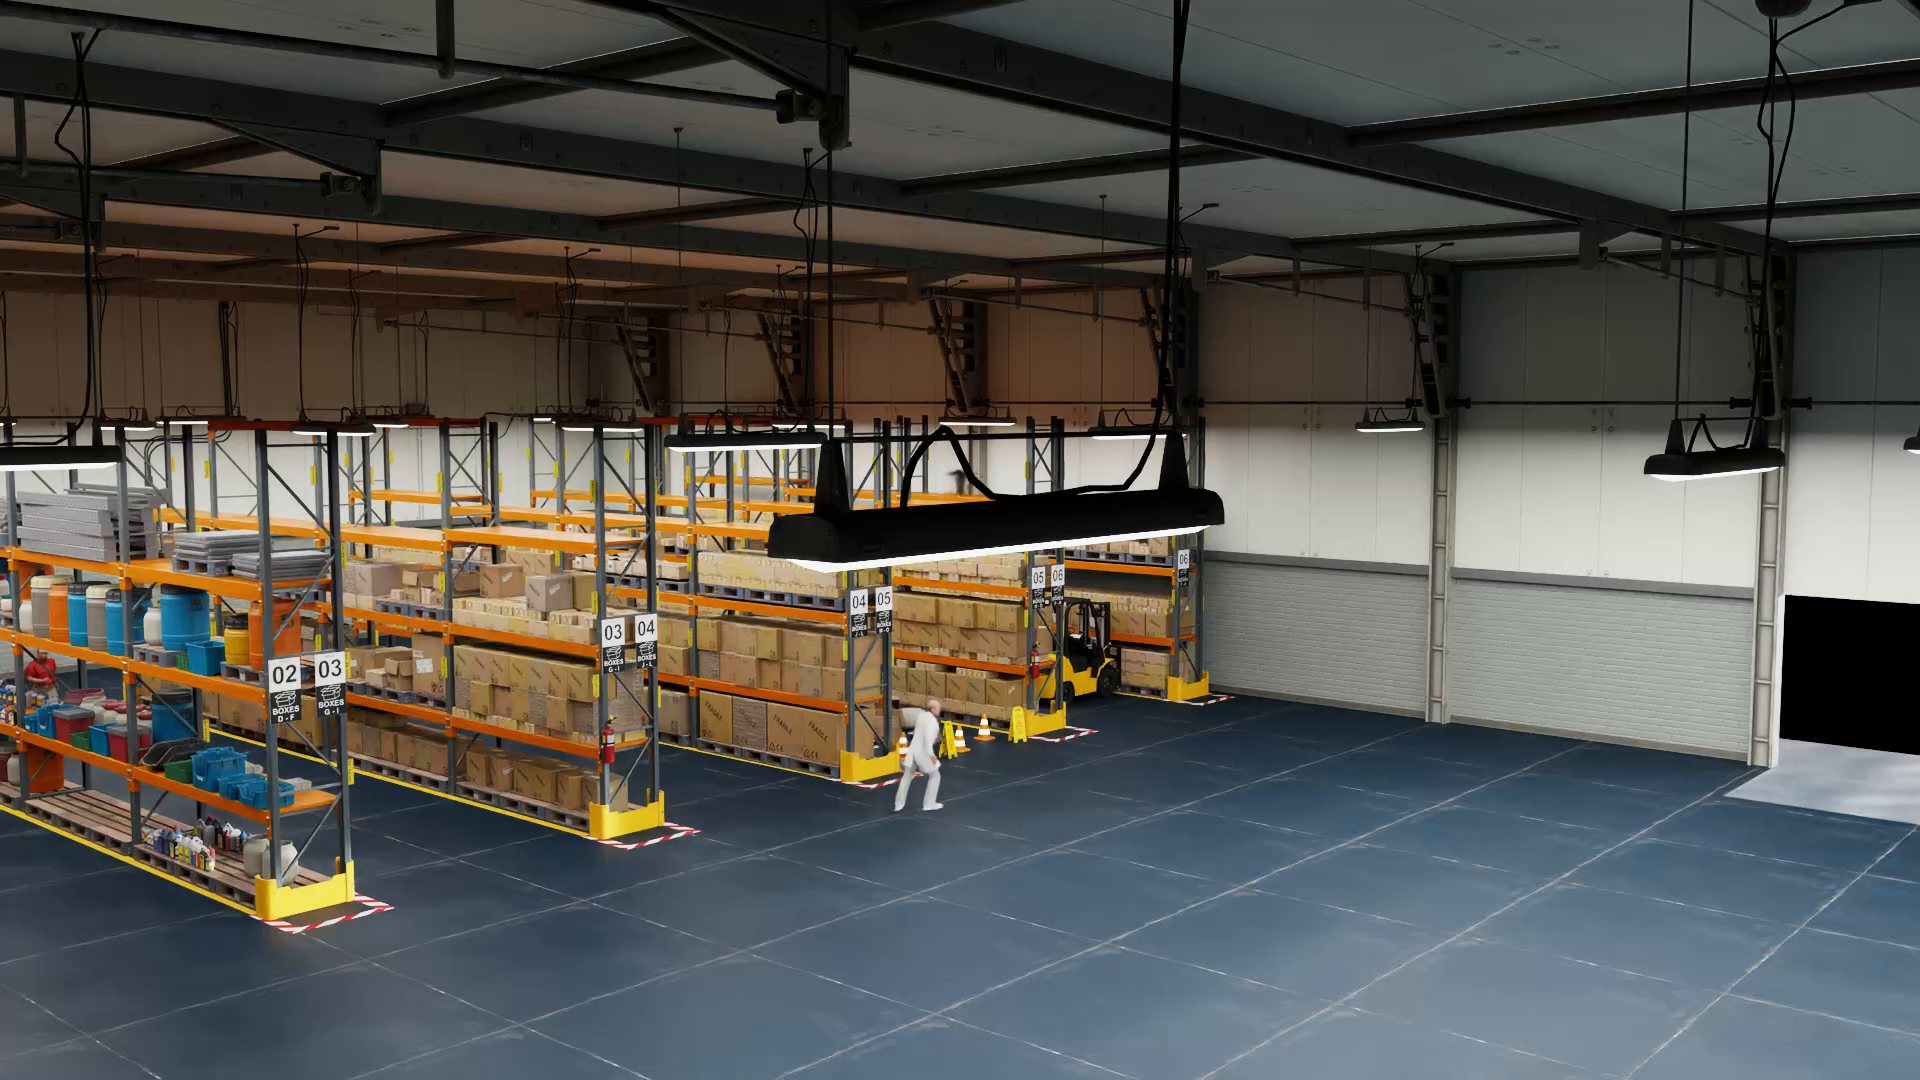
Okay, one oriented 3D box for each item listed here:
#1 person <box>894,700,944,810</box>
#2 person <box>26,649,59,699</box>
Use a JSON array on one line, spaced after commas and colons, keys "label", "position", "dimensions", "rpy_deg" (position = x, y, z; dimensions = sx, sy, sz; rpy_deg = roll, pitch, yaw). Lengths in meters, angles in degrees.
[{"label": "person", "position": [-0.564, 3.336, 25.839], "dimensions": [0.925, 1.716, 0.706], "rpy_deg": [-5, 7, -44]}, {"label": "person", "position": [-17.242, 2.885, 31.301], "dimensions": [0.832, 1.769, 0.613], "rpy_deg": [4, 6, 42]}]
